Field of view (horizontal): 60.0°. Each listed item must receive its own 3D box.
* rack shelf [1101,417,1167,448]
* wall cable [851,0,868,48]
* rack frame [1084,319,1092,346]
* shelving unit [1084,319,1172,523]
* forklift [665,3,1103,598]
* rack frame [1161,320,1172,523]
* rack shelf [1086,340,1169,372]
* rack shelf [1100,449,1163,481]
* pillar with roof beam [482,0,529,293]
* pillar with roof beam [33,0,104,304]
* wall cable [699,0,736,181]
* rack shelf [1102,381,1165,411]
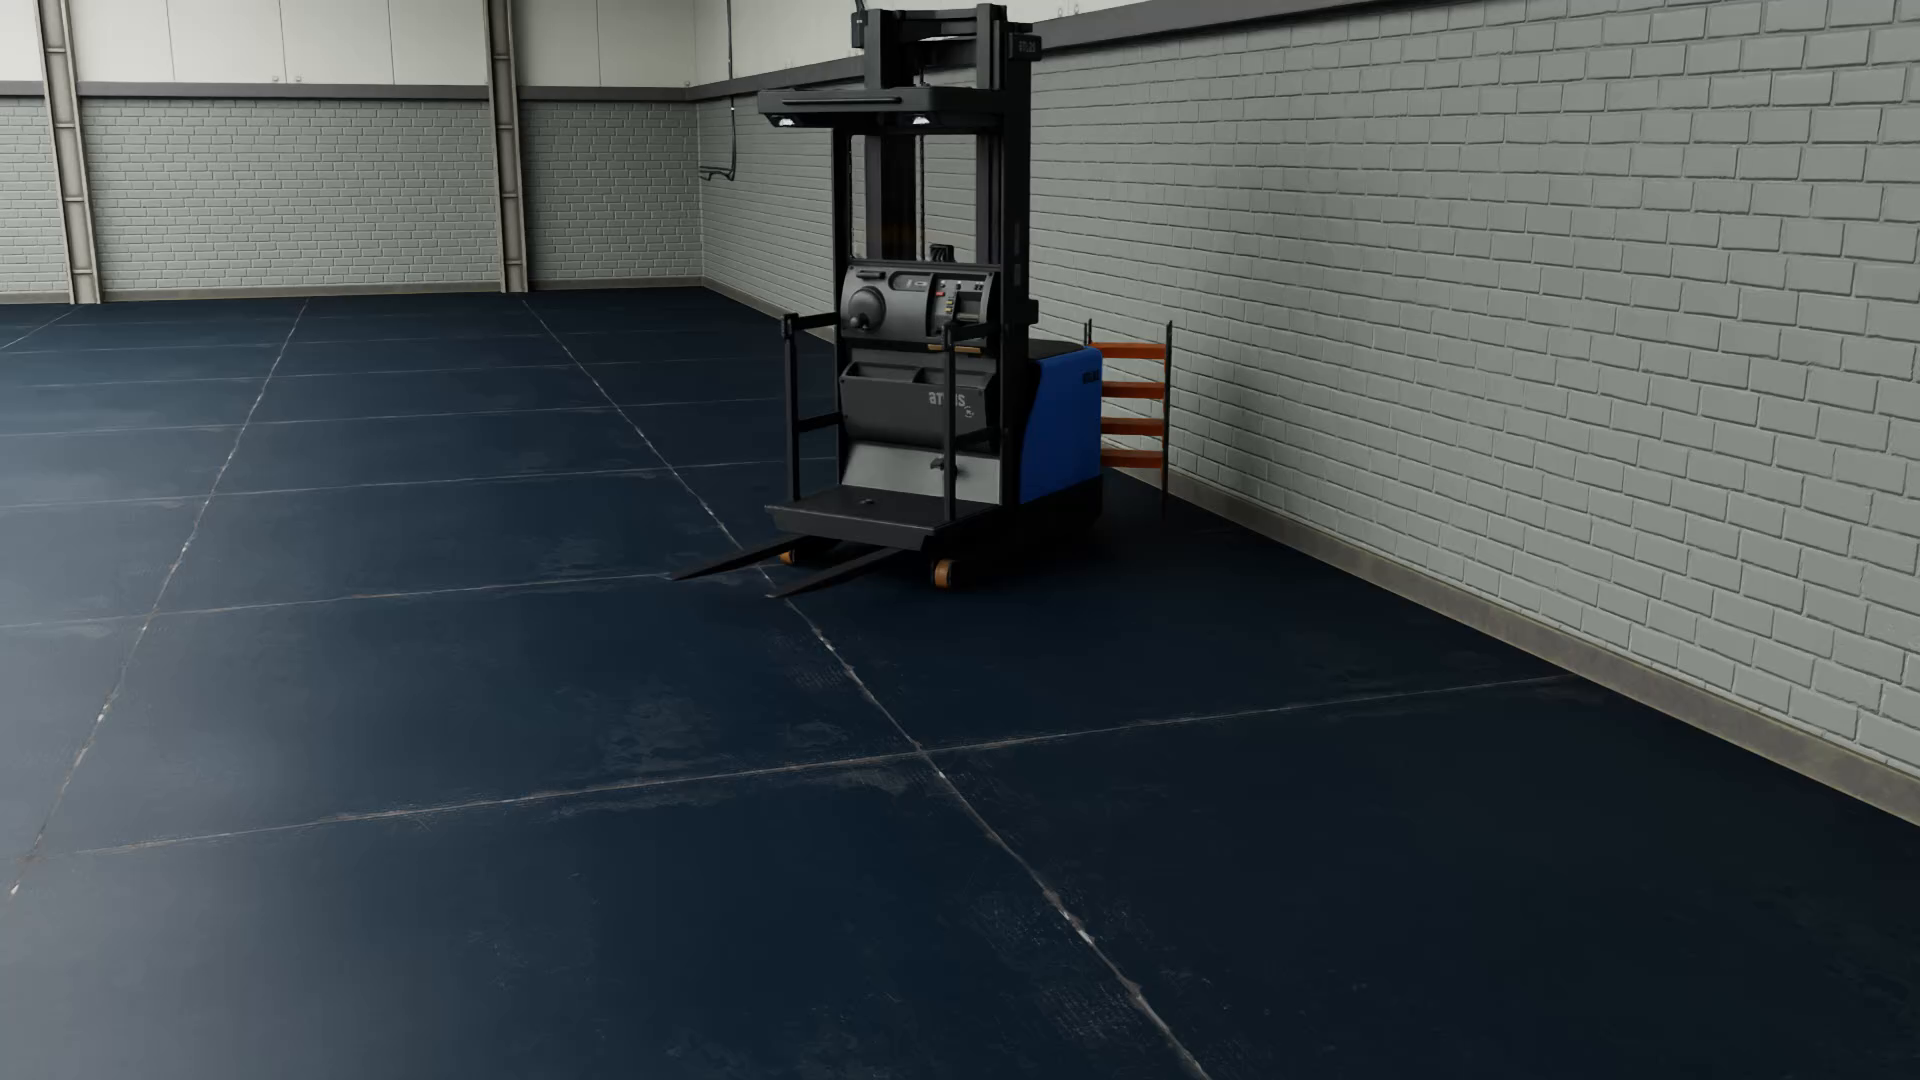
[{"bbox_3d":[1.010,-0.660,10.117,0.480,0.148,0.258,3,14,12],"label":"rack shelf"},{"bbox_3d":[-0.719,-7.752,15.436,0.169,6.003,2.305,-4,14,-18],"label":"wall cable"},{"bbox_3d":[0.772,-0.737,10.150,0.015,1.200,0.240,3,14,12],"label":"rack frame"},{"bbox_3d":[1.010,-0.726,10.102,0.503,1.200,0.258,3,14,12],"label":"shelving unit"},{"bbox_3d":[-0.340,-1.288,8.723,1.130,2.935,3.031,8,16,30],"label":"forklift"},{"bbox_3d":[1.249,-0.714,10.053,0.015,1.200,0.240,3,14,12],"label":"rack frame"},{"bbox_3d":[1.010,-1.108,10.011,0.480,0.148,0.258,3,14,12],"label":"rack shelf"},{"bbox_3d":[1.010,-0.467,10.163,0.480,0.148,0.258,3,14,12],"label":"rack shelf"},{"bbox_3d":[-5.573,-7.309,20.923,0.400,9.000,9.100,-4,14,-18],"label":"pillar with roof beam"},{"bbox_3d":[-11.259,-6.866,19.062,0.400,9.000,9.100,-4,14,-18],"label":"pillar with roof beam"},{"bbox_3d":[-3.732,-6.670,24.947,0.112,2.526,3.097,-4,14,-18],"label":"wall cable"},{"bbox_3d":[1.010,-0.878,10.066,0.480,0.148,0.258,3,14,12],"label":"rack shelf"}]
